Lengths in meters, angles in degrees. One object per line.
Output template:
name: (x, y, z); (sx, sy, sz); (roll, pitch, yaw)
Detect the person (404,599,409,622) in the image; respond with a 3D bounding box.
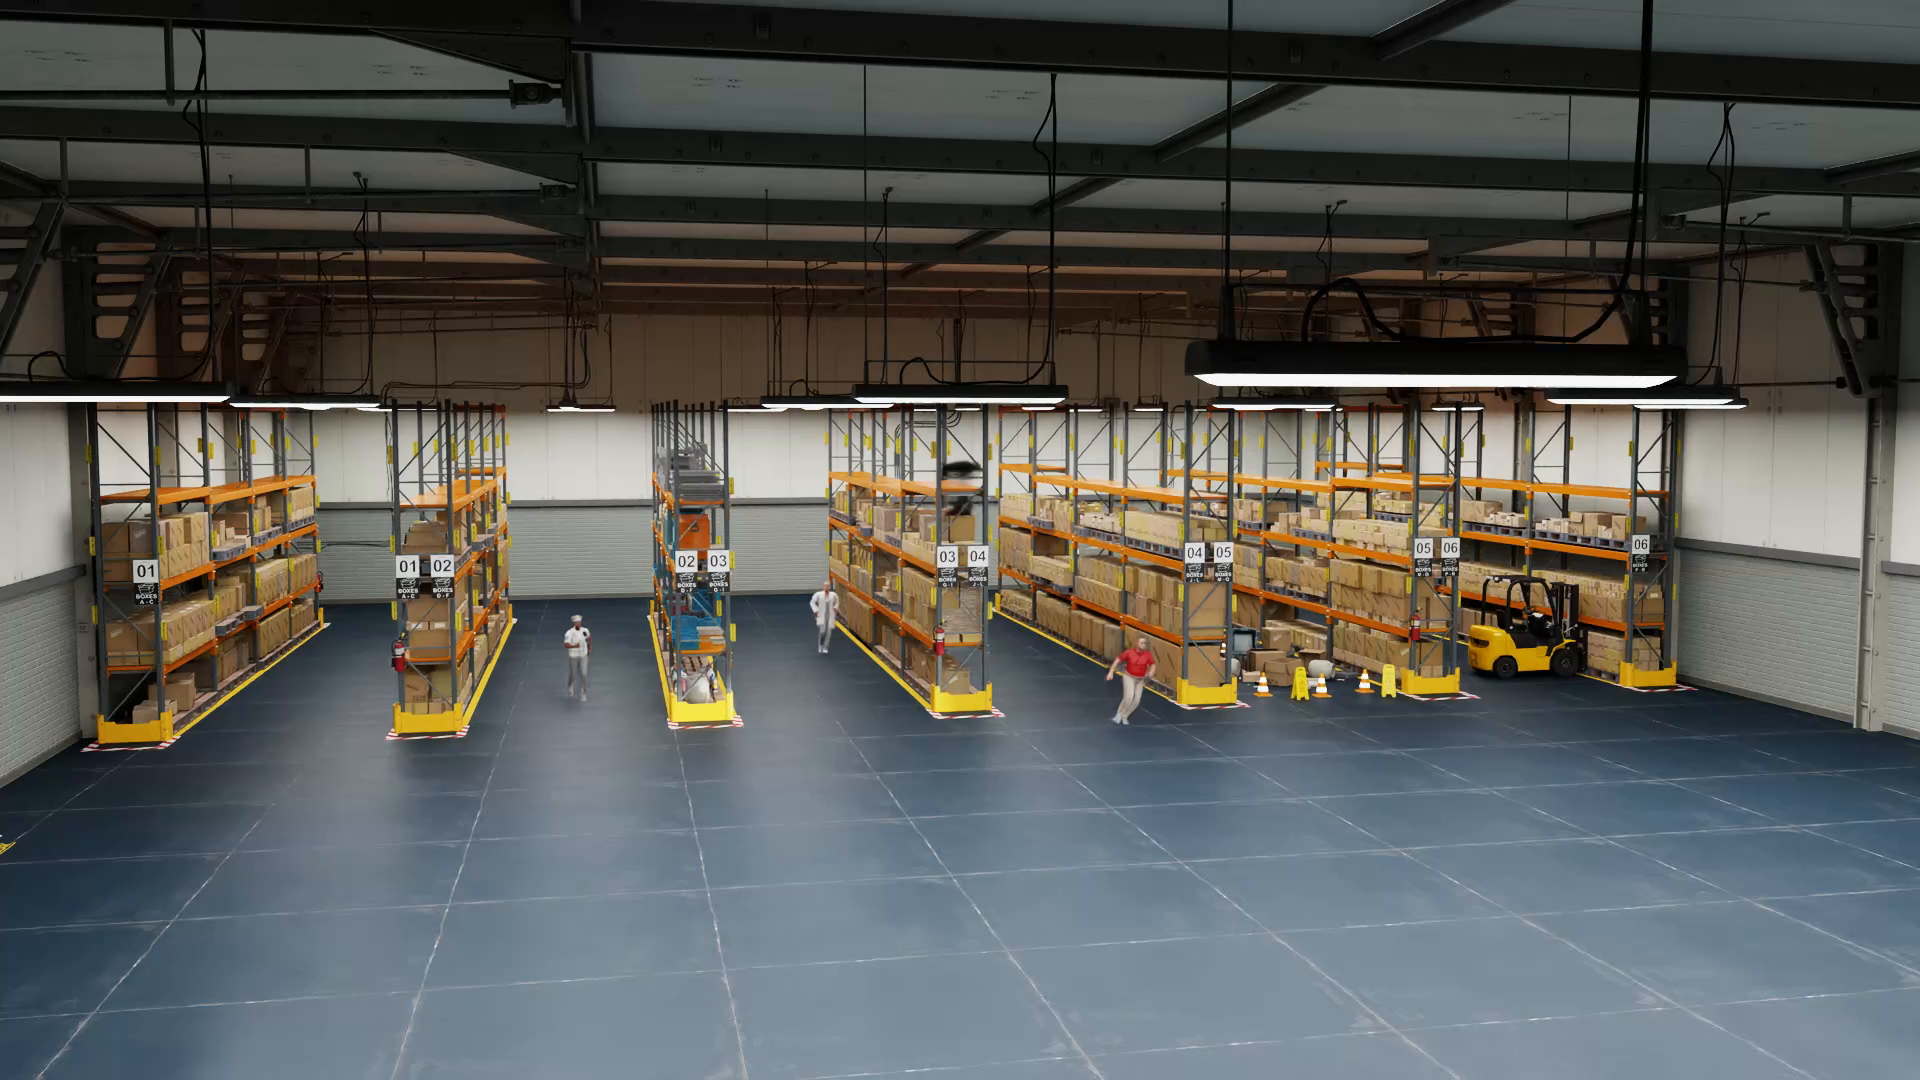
person: (-14.423, 1.664, 43.682); (0.547, 1.544, 0.897); (-2, 5, -21)

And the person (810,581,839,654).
person: (-3.192, 1.857, 39.617); (0.681, 1.737, 0.669); (-1, 4, -16)

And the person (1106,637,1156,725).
person: (3.234, 2.622, 30.703); (0.850, 1.657, 0.679); (-2, 5, -24)

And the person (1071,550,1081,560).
person: (3.595, 1.111, 50.138); (0.840, 1.670, 0.648); (-2, 5, -24)

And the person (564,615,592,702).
person: (-7.687, 2.359, 33.473); (0.570, 1.741, 0.898); (-1, 5, -19)
